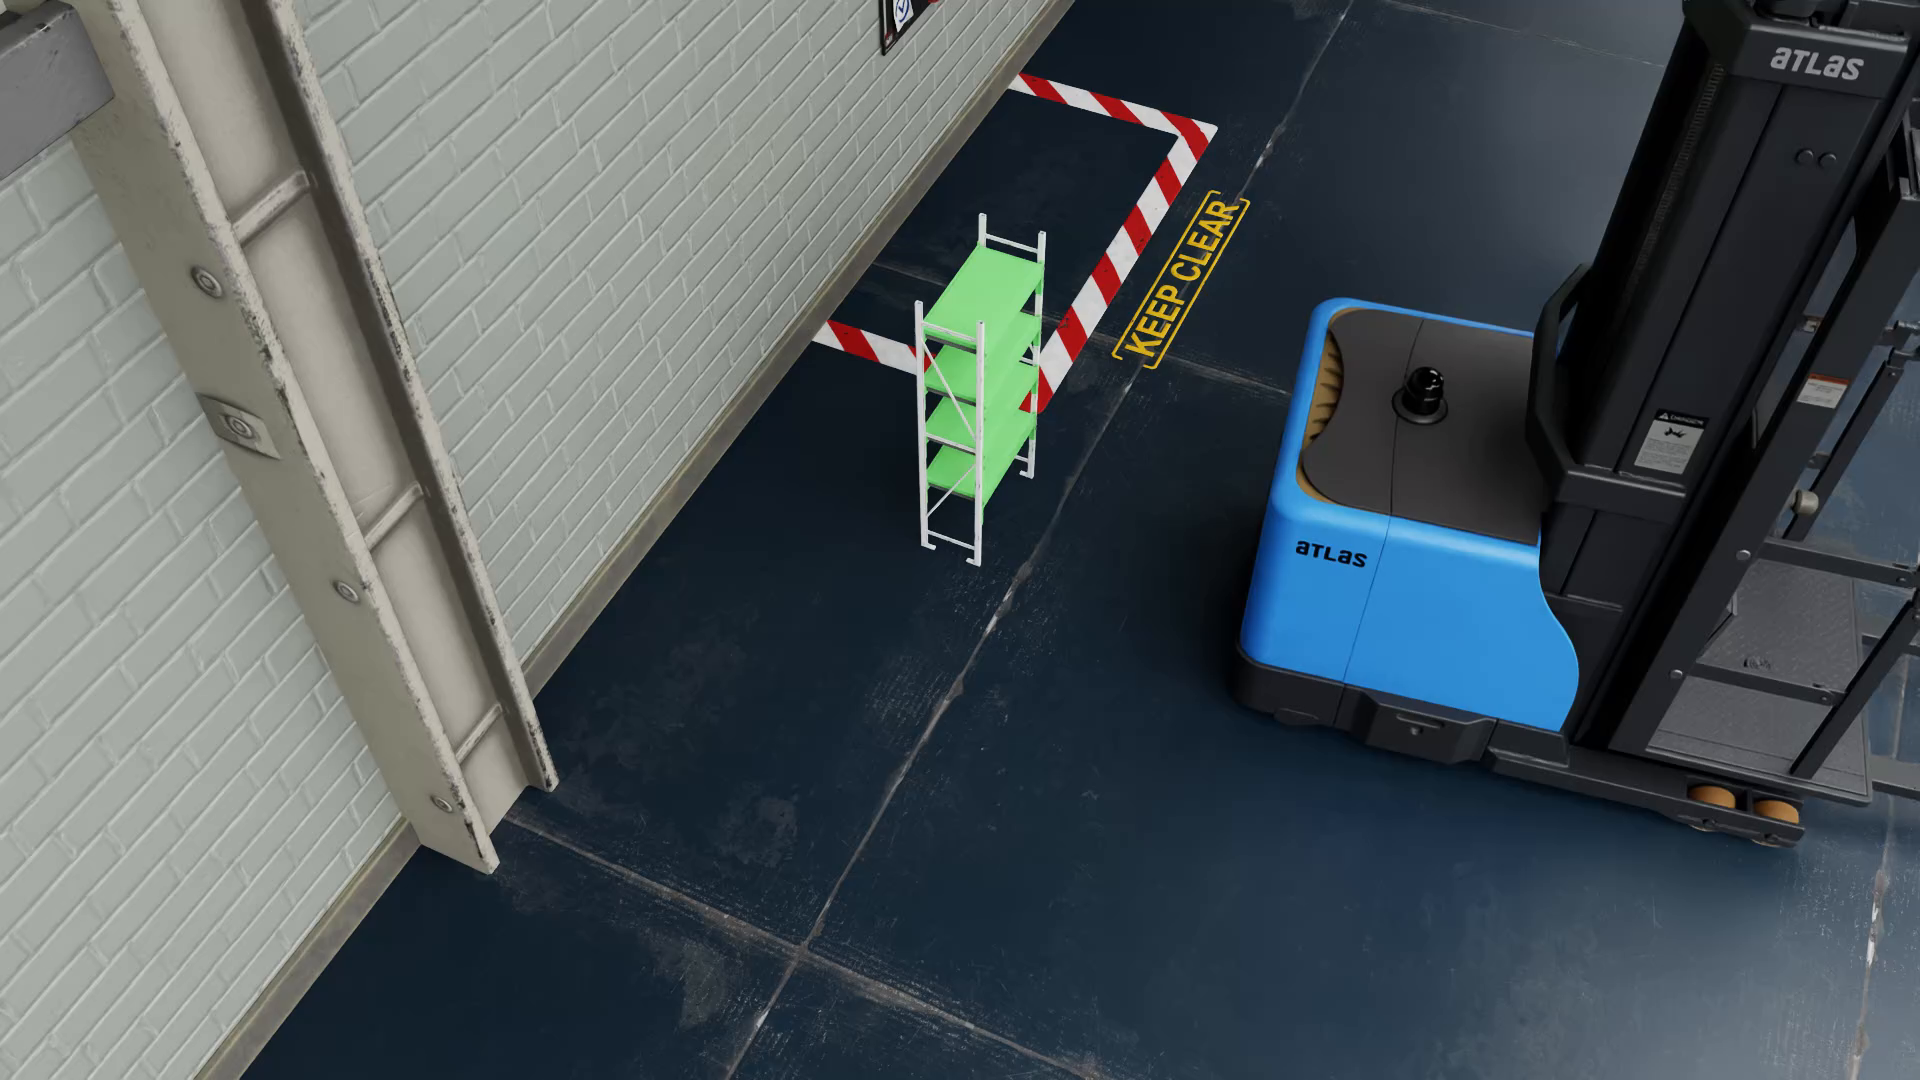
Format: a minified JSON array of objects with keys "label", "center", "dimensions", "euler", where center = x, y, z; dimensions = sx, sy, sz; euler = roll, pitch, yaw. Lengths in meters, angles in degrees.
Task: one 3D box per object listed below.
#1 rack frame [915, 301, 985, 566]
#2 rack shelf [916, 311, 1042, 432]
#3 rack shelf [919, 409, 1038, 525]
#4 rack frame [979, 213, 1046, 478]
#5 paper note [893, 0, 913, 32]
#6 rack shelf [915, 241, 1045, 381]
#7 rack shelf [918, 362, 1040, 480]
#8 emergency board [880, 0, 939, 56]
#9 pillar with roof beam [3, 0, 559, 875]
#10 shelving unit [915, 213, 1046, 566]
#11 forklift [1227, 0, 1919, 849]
[{"label":"rack frame","center":[-0.034,-0.335,5.747],"dimensions":[0.240,1.200,0.015],"euler":[20,52,16]},{"label":"rack shelf","center":[0.071,-0.617,5.756],"dimensions":[0.258,0.148,0.480],"euler":[20,52,16]},{"label":"rack shelf","center":[0.071,-0.306,6.121],"dimensions":[0.258,0.148,0.480],"euler":[20,52,16]},{"label":"rack frame","center":[0.175,-0.671,6.033],"dimensions":[0.240,1.200,0.015],"euler":[20,52,16]},{"label":"paper note","center":[-0.227,-2.140,6.680],"dimensions":[0.016,0.148,0.142],"euler":[20,52,16]},{"label":"rack shelf","center":[0.071,-0.772,5.573],"dimensions":[0.258,0.148,0.480],"euler":[20,52,16]},{"label":"rack shelf","center":[0.071,-0.461,5.939],"dimensions":[0.258,0.148,0.480],"euler":[20,52,16]},{"label":"emergency board","center":[-0.088,-2.525,6.429],"dimensions":[0.194,1.169,0.643],"euler":[20,52,16]},{"label":"pillar with roof beam","center":[2.331,-0.626,0.874],"dimensions":[9.100,9.000,0.400],"euler":[20,52,16]},{"label":"shelving unit","center":[0.071,-0.503,5.890],"dimensions":[0.258,1.200,0.503],"euler":[20,52,16]},{"label":"forklift","center":[2.495,-0.410,4.674],"dimensions":[3.031,2.935,1.130],"euler":[13,51,11]}]
